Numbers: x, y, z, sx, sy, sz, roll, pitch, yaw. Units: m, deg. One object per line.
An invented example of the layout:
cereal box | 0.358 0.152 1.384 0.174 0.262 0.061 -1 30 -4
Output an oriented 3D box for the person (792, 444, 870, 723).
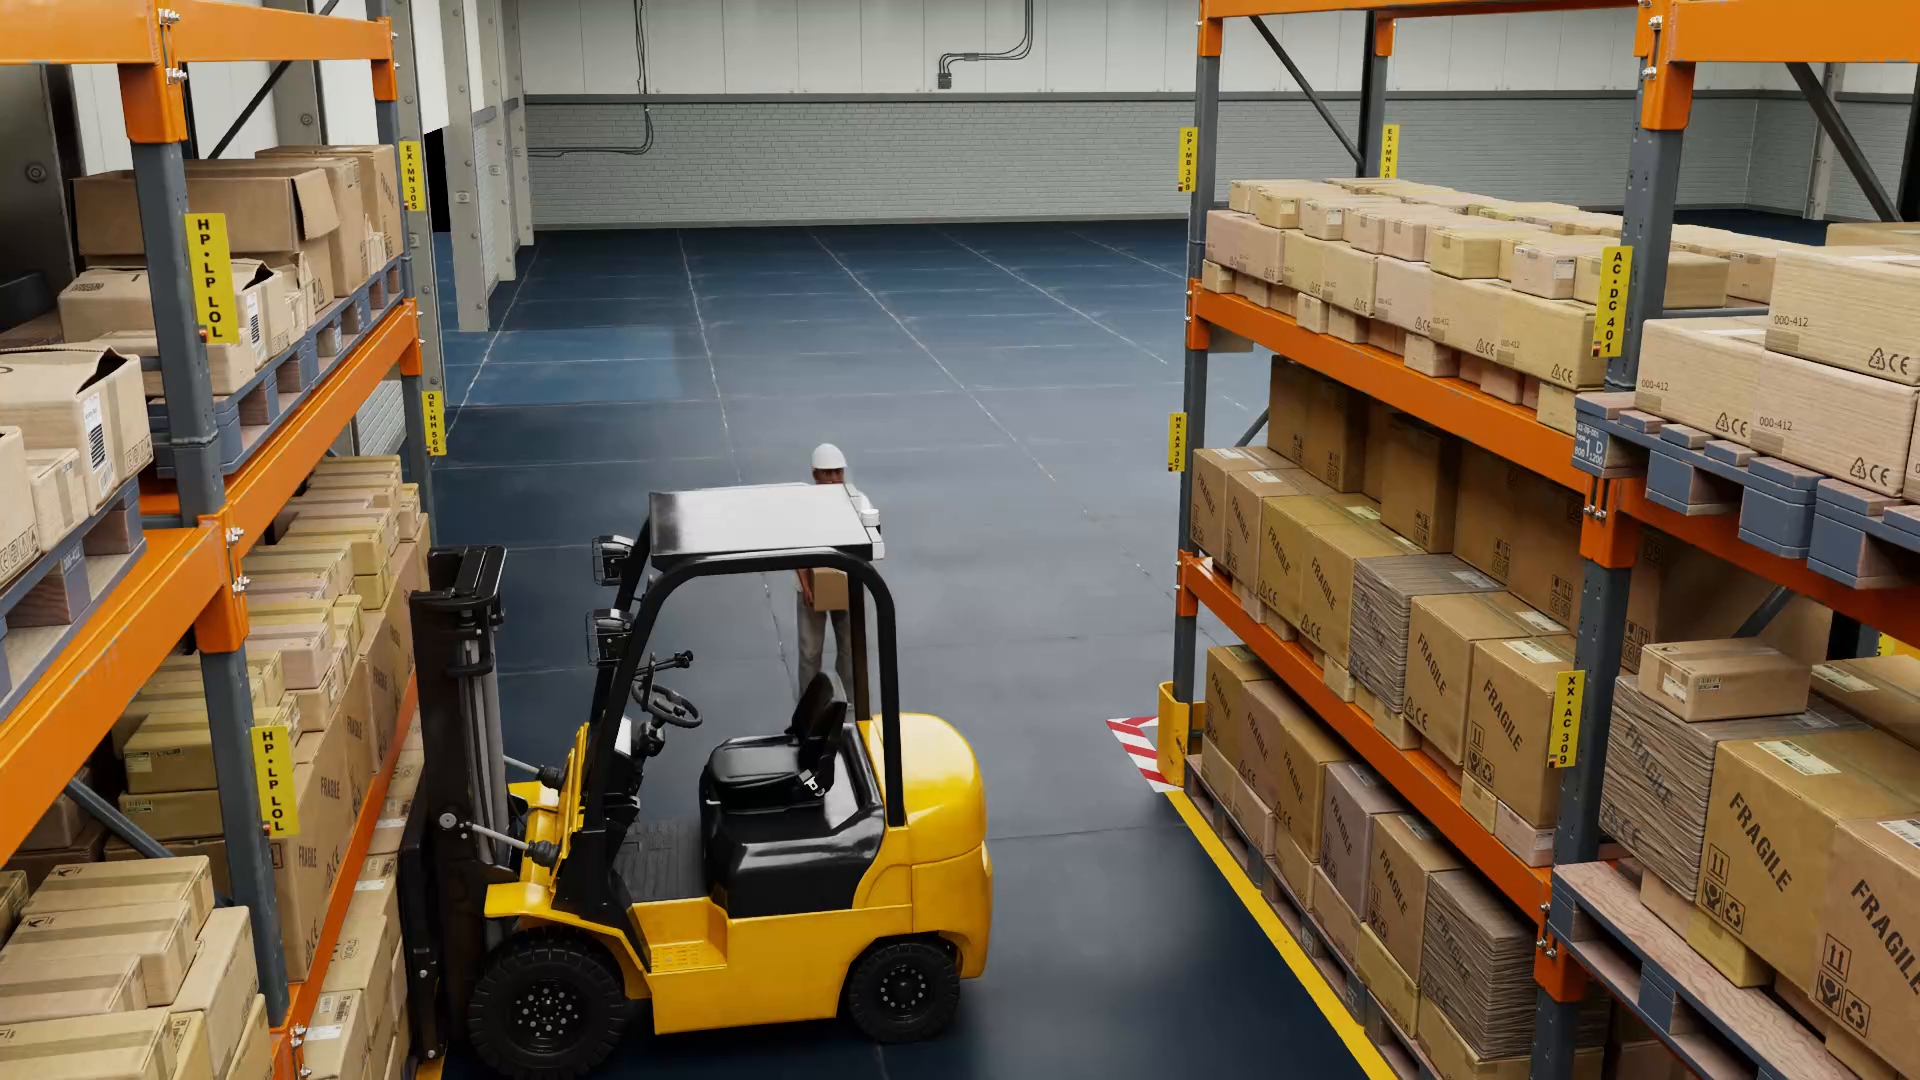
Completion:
person | -0.759 0.319 9.900 0.505 1.763 0.568 -3 17 -11
